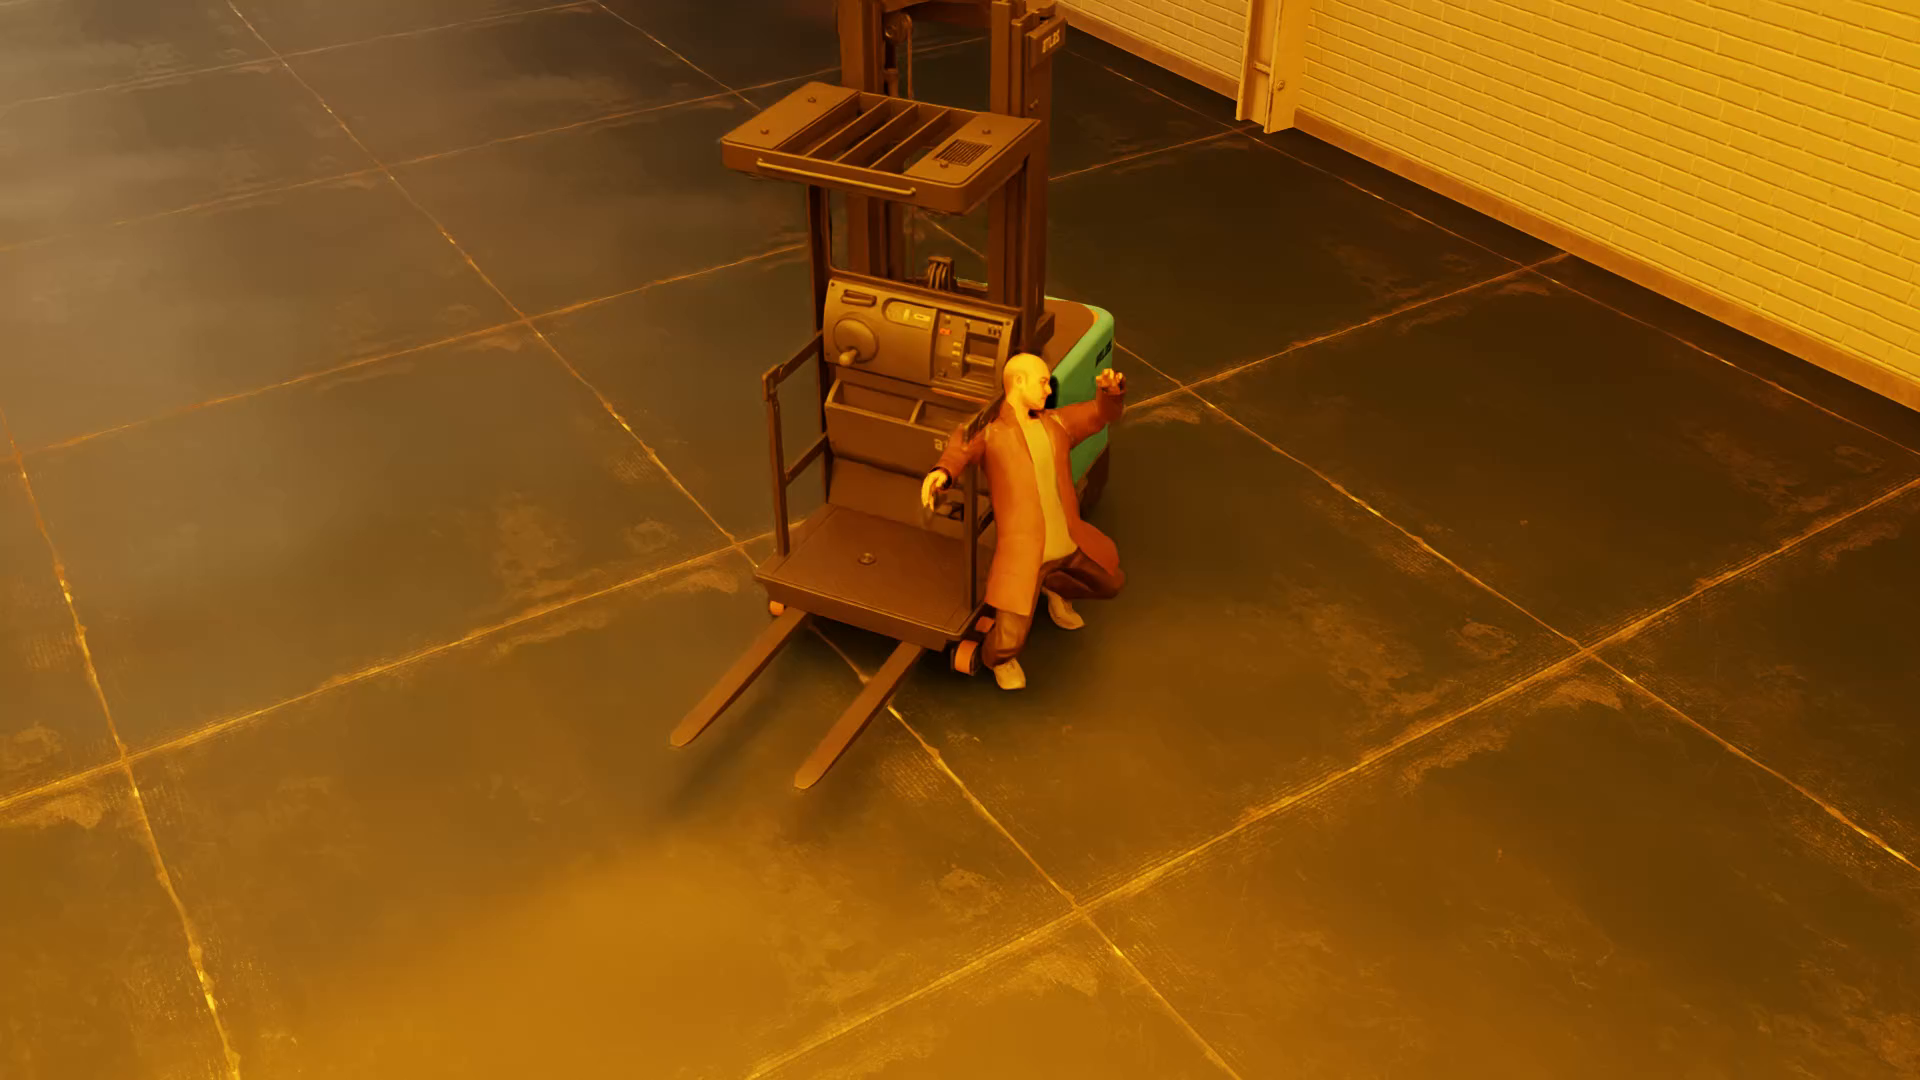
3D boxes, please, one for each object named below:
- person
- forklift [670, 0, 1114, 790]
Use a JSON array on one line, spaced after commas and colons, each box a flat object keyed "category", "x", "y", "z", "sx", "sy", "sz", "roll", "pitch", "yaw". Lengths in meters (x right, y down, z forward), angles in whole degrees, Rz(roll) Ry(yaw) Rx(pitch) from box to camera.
[{"category": "person", "x": 0.193, "y": -0.054, "z": 7.296, "sx": 1.107, "sy": 1.639, "sz": 0.677, "roll": -23, "pitch": 41, "yaw": -29}, {"category": "forklift", "x": -0.285, "y": -0.856, "z": 7.366, "sx": 1.130, "sy": 2.935, "sz": 3.031, "roll": 15, "pitch": 38, "yaw": 21}]
